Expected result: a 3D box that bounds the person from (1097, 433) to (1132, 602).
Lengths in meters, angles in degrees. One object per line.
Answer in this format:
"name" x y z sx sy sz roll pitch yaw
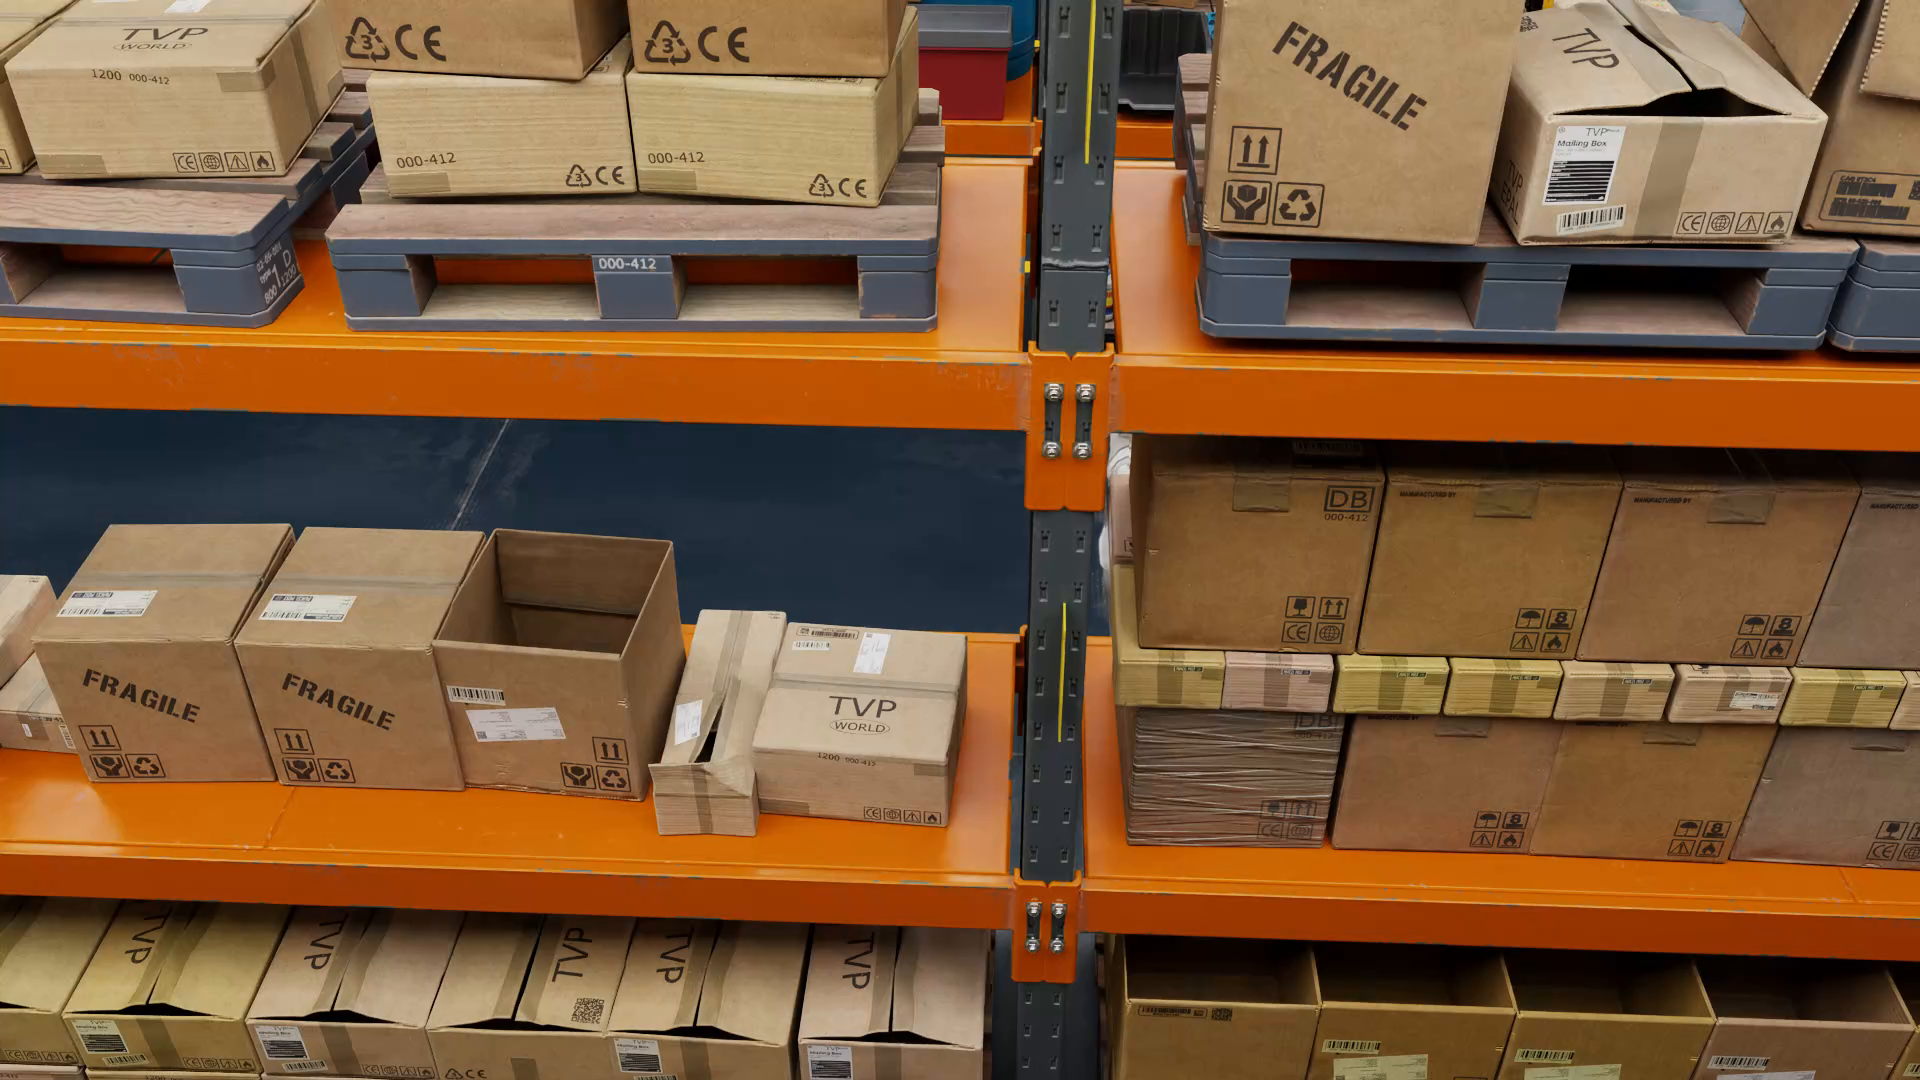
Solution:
"person" 0.735 0.089 5.996 0.517 1.692 0.482 2 36 3
